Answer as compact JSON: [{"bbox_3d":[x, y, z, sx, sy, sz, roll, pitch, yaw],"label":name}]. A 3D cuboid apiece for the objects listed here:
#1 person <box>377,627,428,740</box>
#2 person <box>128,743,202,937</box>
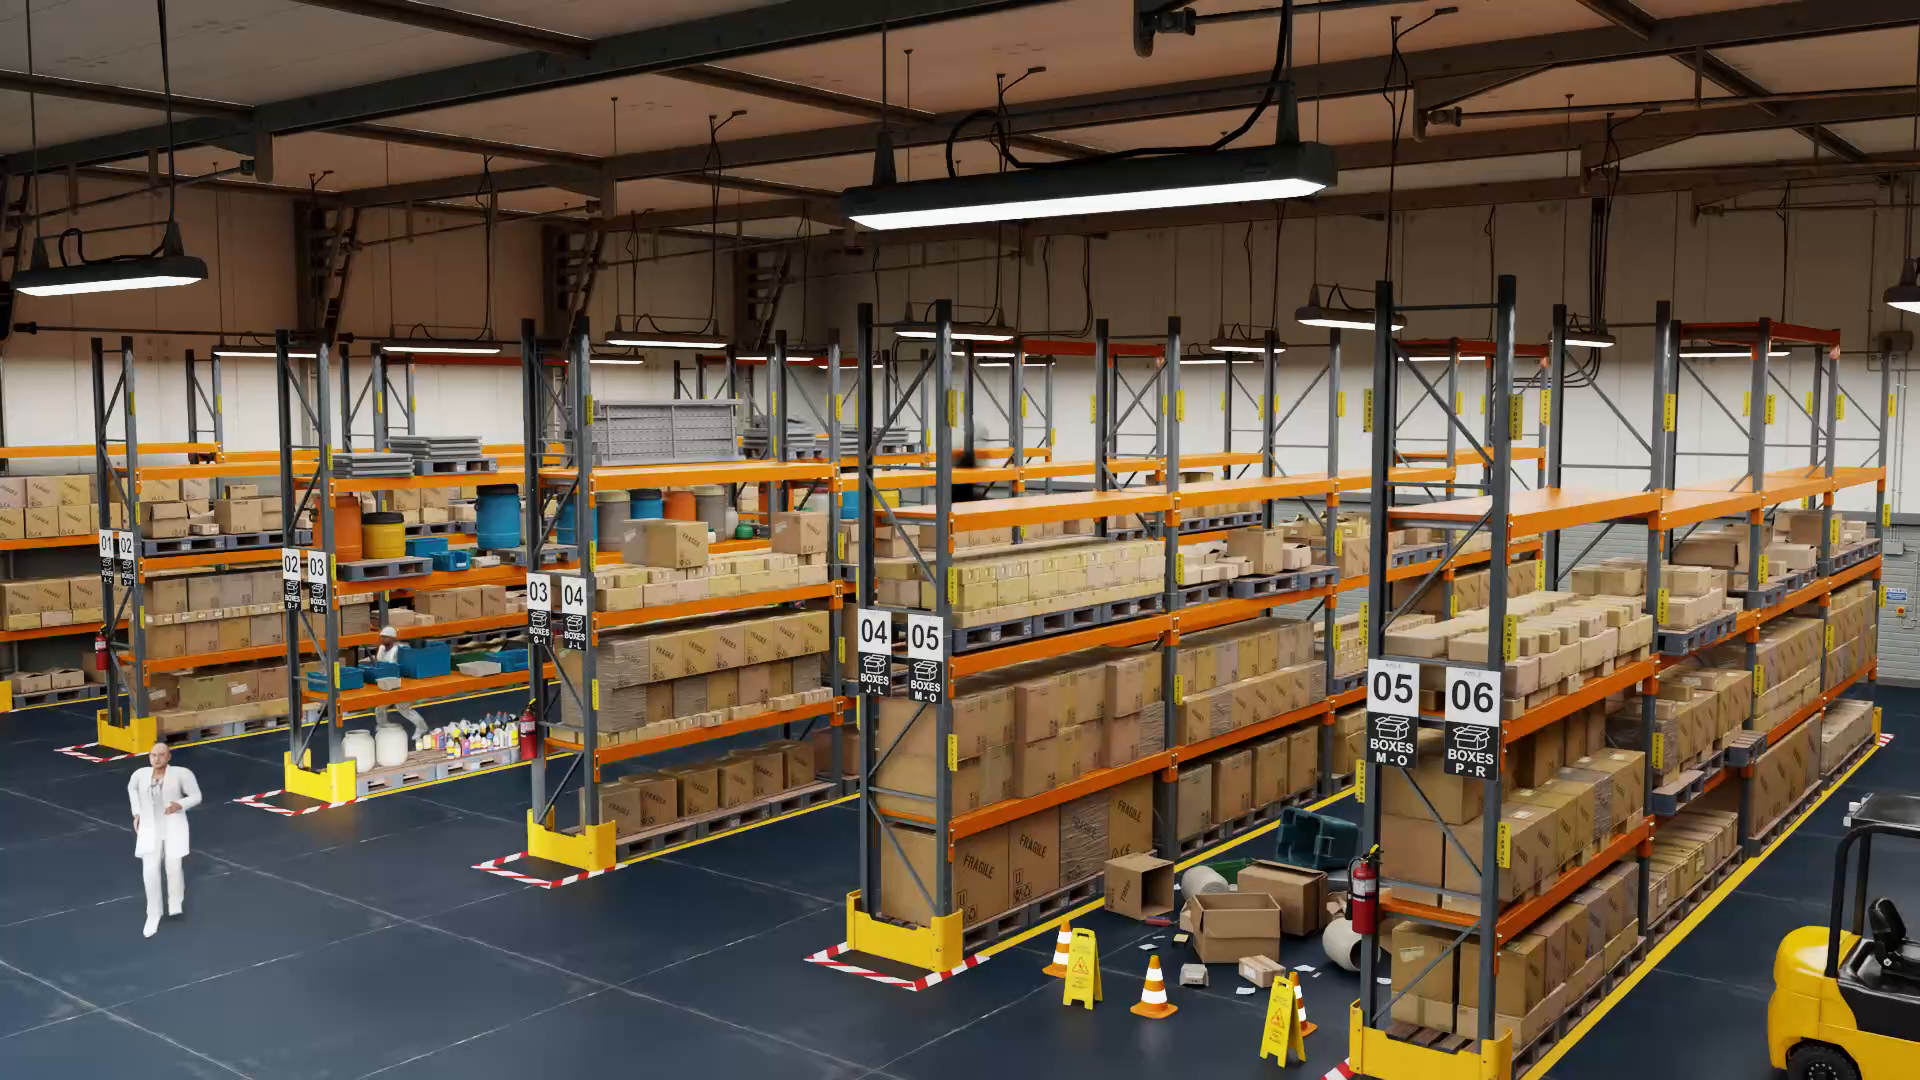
[{"bbox_3d":[-8.269,2.150,24.412,0.625,1.797,0.982,3,6,29],"label":"person"},{"bbox_3d":[-7.735,2.877,16.191,0.685,1.839,0.859,-2,5,-19],"label":"person"}]
